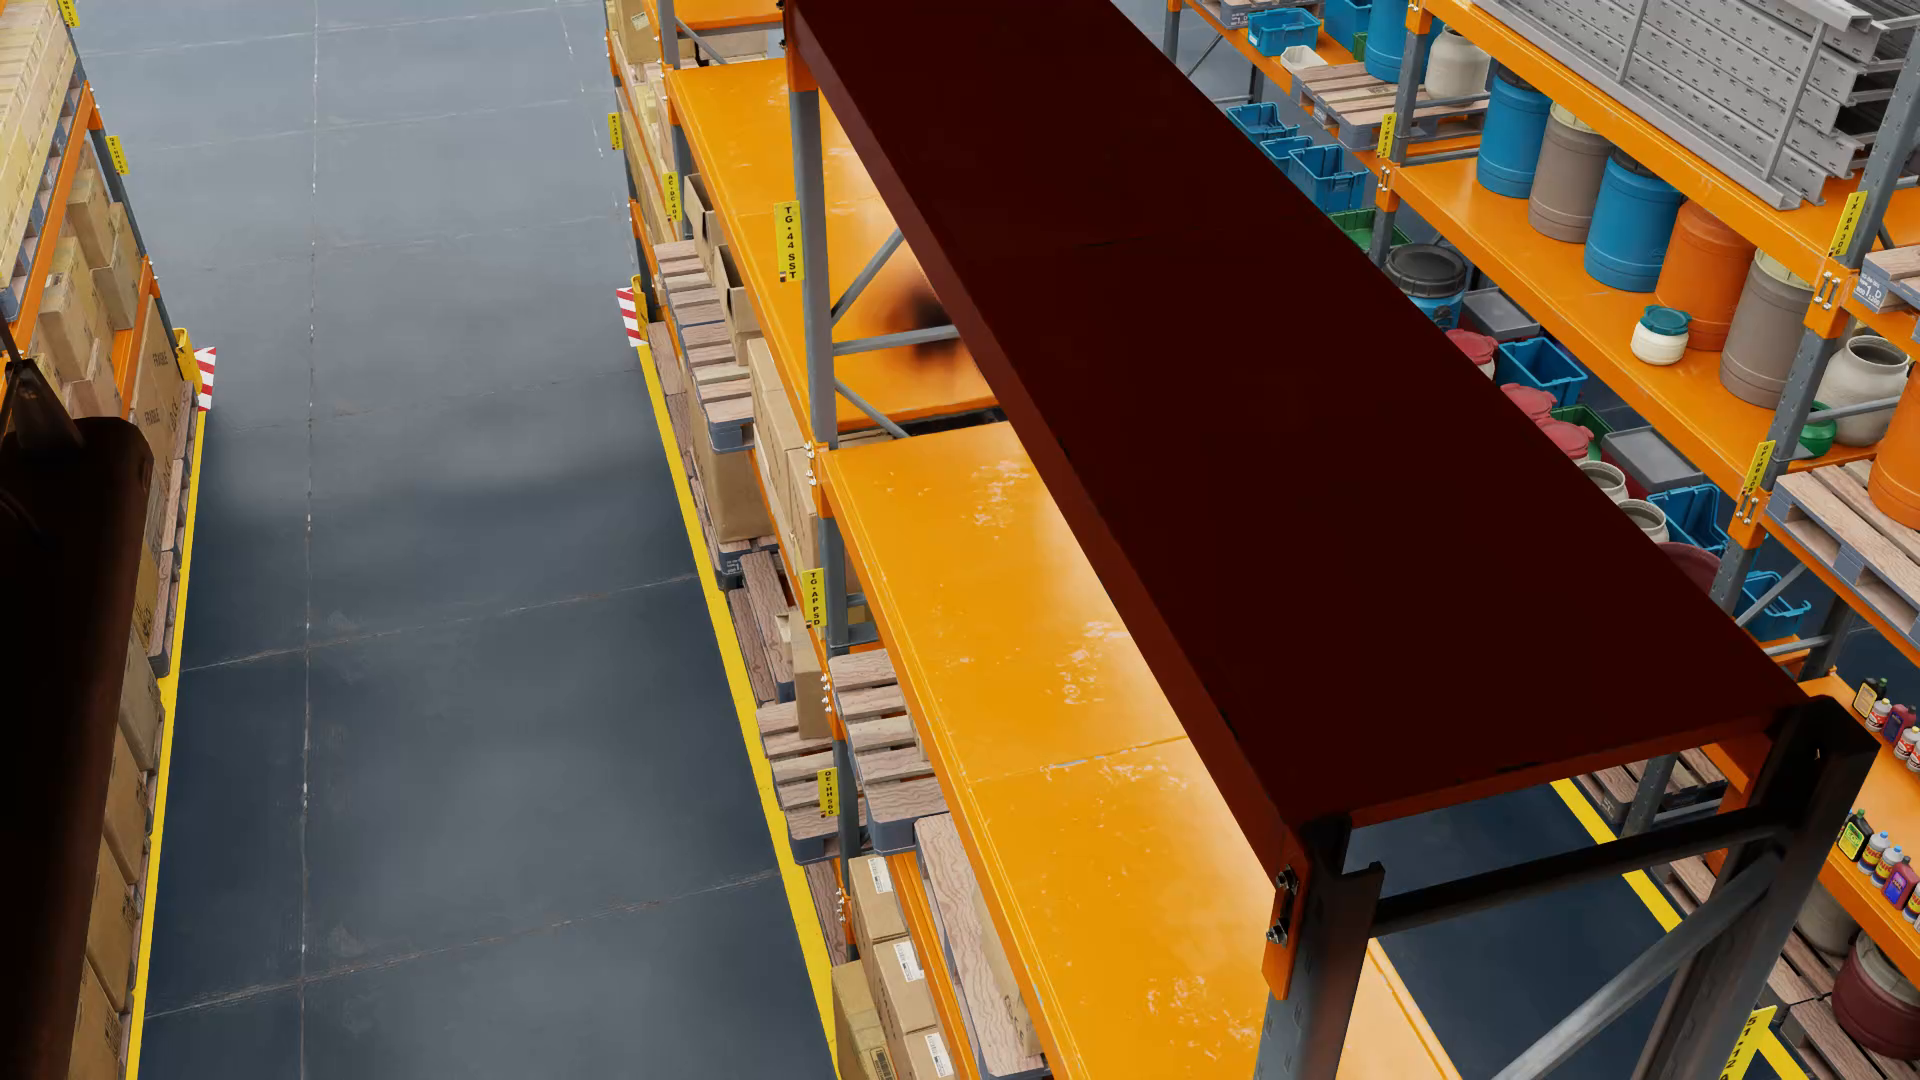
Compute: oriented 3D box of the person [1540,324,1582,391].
[{"bbox_3d":[4.967,-1.927,13.949,0.611,1.625,0.931,-14,41,-17],"label":"person"}]
